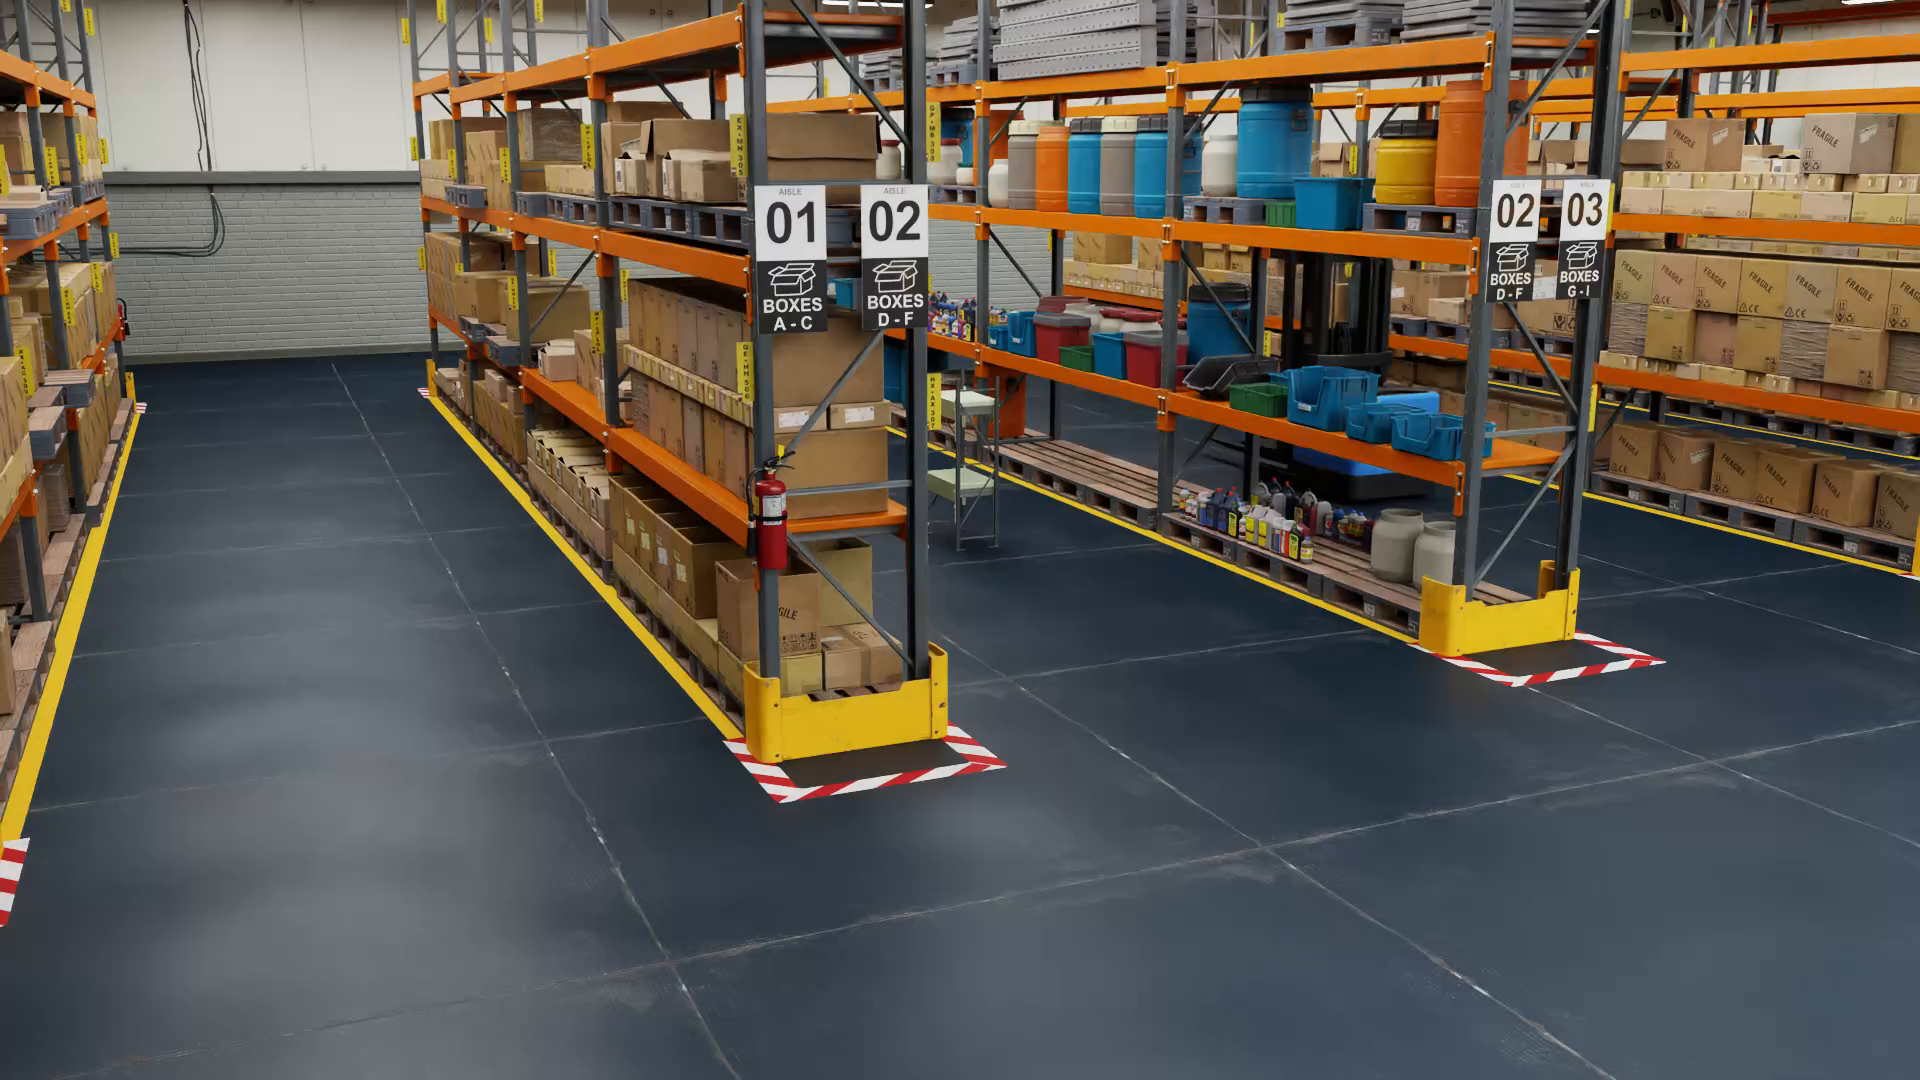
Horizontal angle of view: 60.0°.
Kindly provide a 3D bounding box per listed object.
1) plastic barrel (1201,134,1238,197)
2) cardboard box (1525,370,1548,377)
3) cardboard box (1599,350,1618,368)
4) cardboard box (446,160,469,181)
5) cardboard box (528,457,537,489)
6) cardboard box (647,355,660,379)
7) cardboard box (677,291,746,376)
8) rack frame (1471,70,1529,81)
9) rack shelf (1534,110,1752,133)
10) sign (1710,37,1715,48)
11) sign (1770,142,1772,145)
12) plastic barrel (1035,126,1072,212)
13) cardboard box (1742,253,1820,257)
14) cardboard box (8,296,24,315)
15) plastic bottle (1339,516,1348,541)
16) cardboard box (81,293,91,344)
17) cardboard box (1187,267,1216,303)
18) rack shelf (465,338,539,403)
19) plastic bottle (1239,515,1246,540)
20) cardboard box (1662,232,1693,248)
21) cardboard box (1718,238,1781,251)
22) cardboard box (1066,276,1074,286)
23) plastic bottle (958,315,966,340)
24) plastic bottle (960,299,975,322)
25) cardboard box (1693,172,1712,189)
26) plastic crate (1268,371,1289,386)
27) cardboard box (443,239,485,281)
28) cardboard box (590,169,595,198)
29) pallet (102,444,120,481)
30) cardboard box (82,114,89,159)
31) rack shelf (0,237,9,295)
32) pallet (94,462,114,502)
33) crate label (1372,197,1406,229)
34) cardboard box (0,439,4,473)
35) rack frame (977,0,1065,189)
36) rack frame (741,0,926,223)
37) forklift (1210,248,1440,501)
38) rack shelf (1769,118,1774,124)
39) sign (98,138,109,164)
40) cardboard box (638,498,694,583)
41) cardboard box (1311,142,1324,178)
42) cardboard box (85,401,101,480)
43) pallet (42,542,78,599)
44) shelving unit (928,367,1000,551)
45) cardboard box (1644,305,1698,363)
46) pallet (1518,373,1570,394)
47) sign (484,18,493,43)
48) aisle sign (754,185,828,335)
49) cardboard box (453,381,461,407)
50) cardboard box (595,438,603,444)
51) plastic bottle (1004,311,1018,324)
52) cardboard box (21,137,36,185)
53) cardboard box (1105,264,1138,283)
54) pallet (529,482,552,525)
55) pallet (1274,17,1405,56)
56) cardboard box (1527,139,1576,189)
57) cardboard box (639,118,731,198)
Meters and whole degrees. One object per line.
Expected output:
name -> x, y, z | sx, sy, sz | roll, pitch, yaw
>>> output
plastic barrel -> 2.264, -3.173, 14.094 | 0.421, 0.512, 0.421 | 0, 13, 0
cardboard box -> 8.678, -2.680, 24.410 | 0.500, 0.500, 0.500 | -5, 14, -22
cardboard box -> 6.620, -1.812, 16.605 | 0.380, 0.149, 0.250 | -6, 14, -23
cardboard box -> -5.917, -4.473, 20.115 | 0.500, 0.250, 0.500 | -6, 14, -23
cardboard box -> -3.931, -0.669, 16.275 | 0.500, 0.250, 0.500 | -6, 14, -23
cardboard box -> -2.027, -1.245, 11.936 | 0.380, 0.149, 0.250 | -6, 14, -23
cardboard box -> -1.482, -1.391, 11.128 | 0.700, 0.500, 0.500 | -6, 14, -23
rack frame -> 8.190, -7.009, 25.197 | 1.000, 3.000, 0.127 | -6, 14, -23
rack shelf -> 11.884, -7.345, 29.130 | 1.077, 0.370, 4.000 | -6, 14, -23
sign -> 12.167, -7.964, 26.901 | 0.100, 0.325, 0.005 | -6, 14, -23
sign -> 16.146, -7.768, 33.167 | 0.100, 0.325, 0.005 | -6, 14, -23
plastic barrel -> 1.061, -3.732, 16.736 | 0.600, 0.830, 0.708 | -6, 14, -23
cardboard box -> 7.643, -2.412, 15.542 | 0.500, 0.500, 0.500 | -6, 14, -23
cardboard box -> -8.243, -2.001, 14.227 | 0.380, 0.149, 0.250 | -8, 15, -30
plastic bottle -> 3.216, -0.098, 13.872 | 0.097, 0.201, 0.097 | 0, 13, 0
cardboard box -> -9.188, -2.239, 16.964 | 0.500, 0.500, 0.500 | -6, 14, -23
cardboard box -> 3.560, -3.590, 23.508 | 0.500, 0.500, 0.500 | -6, 14, -23
rack shelf -> -4.672, -2.001, 18.461 | 1.077, 0.370, 4.000 | -6, 14, -23
plastic bottle -> 2.382, -0.106, 13.906 | 0.097, 0.201, 0.097 | 0, 13, 0
cardboard box -> 12.243, -5.163, 28.084 | 0.500, 0.500, 0.500 | -6, 14, -23
cardboard box -> 10.167, -3.598, 21.323 | 0.700, 0.500, 0.500 | -6, 14, -24
cardboard box -> 1.946, -4.207, 26.952 | 0.380, 0.149, 0.250 | -6, 14, -24
plastic bottle -> 0.023, -2.421, 18.938 | 0.061, 0.283, 0.133 | -6, 14, -23
plastic bottle -> 0.090, -2.758, 20.245 | 0.144, 0.351, 0.185 | -6, 14, -23
cardboard box -> 7.053, -3.340, 15.445 | 0.380, 0.149, 0.250 | -5, 14, -21
plastic crate -> 2.963, -1.282, 14.088 | 0.499, 0.251, 0.616 | -6, 14, -23
cardboard box -> -6.323, -3.592, 21.297 | 0.500, 0.500, 0.500 | -6, 14, -23
cardboard box -> -2.730, -2.947, 13.698 | 0.500, 0.250, 0.500 | -7, 15, -28
pallet -> -9.633, -0.806, 17.883 | 1.003, 0.211, 1.213 | -6, 14, -23
cardboard box -> -10.251, -4.602, 18.966 | 0.500, 0.500, 0.500 | -6, 14, -24
rack shelf -> -6.005, -1.362, 9.045 | 1.077, 0.370, 4.000 | -6, 14, -23
pallet -> -9.140, -0.553, 16.793 | 1.003, 0.211, 1.213 | -6, 14, -23
crate label -> 3.426, -2.538, 12.861 | 0.502, 0.251, 0.408 | -6, 14, -23
cardboard box -> -5.728, -0.581, 9.355 | 0.500, 0.500, 0.500 | -5, 14, -21
rack frame -> 0.669, -5.308, 17.848 | 1.000, 3.000, 0.127 | -6, 14, -23
rack frame -> -0.667, -3.209, 8.776 | 1.000, 3.000, 0.127 | -6, 14, -23
forklift -> 3.712, -2.099, 17.440 | 1.130, 2.935, 3.031 | -6, 14, -23
rack shelf -> 16.430, -7.987, 31.026 | 1.077, 0.370, 4.000 | -6, 14, -23
sign -> -11.111, -5.044, 21.569 | 0.100, 0.325, 0.005 | -6, 14, -23
cardboard box -> -1.969, -0.012, 11.773 | 0.500, 0.500, 0.500 | -6, 14, -23
cardboard box -> 4.470, -4.837, 21.313 | 0.500, 0.500, 0.500 | -5, 14, -20
cardboard box -> -8.928, -0.993, 16.345 | 0.750, 0.750, 0.750 | -6, 14, -23
pallet -> -7.612, 0.281, 13.187 | 1.003, 0.211, 1.213 | -6, 14, -23
shelving unit -> 0.003, -0.729, 14.695 | 0.431, 1.500, 0.755 | -6, 14, -23
cardboard box -> 7.101, -1.995, 15.956 | 0.875, 0.500, 0.500 | -6, 14, -23
pallet -> 8.996, -2.315, 24.402 | 1.003, 0.211, 1.213 | -6, 14, -23
sign -> -6.559, -7.092, 23.134 | 0.100, 0.325, 0.005 | -6, 14, -23
aisle sign -> -0.909, -1.512, 8.986 | 0.394, 0.787, 0.004 | -6, 14, -23
cardboard box -> -6.262, -1.917, 21.486 | 0.500, 0.311, 0.500 | -6, 14, -23
cardboard box -> -3.222, -0.884, 15.961 | 0.500, 0.311, 0.500 | -6, 14, -24
plastic bottle -> 0.606, -2.539, 19.463 | 0.152, 0.276, 0.135 | -6, 14, -23
cardboard box -> -9.126, -3.530, 15.620 | 0.700, 0.500, 0.500 | -5, 14, -20
cardboard box -> 2.573, -4.116, 25.673 | 0.500, 0.250, 0.500 | -6, 14, -24
pallet -> -3.577, -0.407, 16.159 | 1.003, 0.211, 1.213 | -6, 14, -23
pallet -> 3.119, -3.775, 12.528 | 1.003, 0.211, 1.213 | -6, 14, -23
cardboard box -> 6.334, -4.023, 17.788 | 0.797, 0.503, 0.637 | -5, 14, -21
cardboard box -> -1.725, -2.545, 11.091 | 0.797, 0.503, 0.637 | -4, 14, -17
